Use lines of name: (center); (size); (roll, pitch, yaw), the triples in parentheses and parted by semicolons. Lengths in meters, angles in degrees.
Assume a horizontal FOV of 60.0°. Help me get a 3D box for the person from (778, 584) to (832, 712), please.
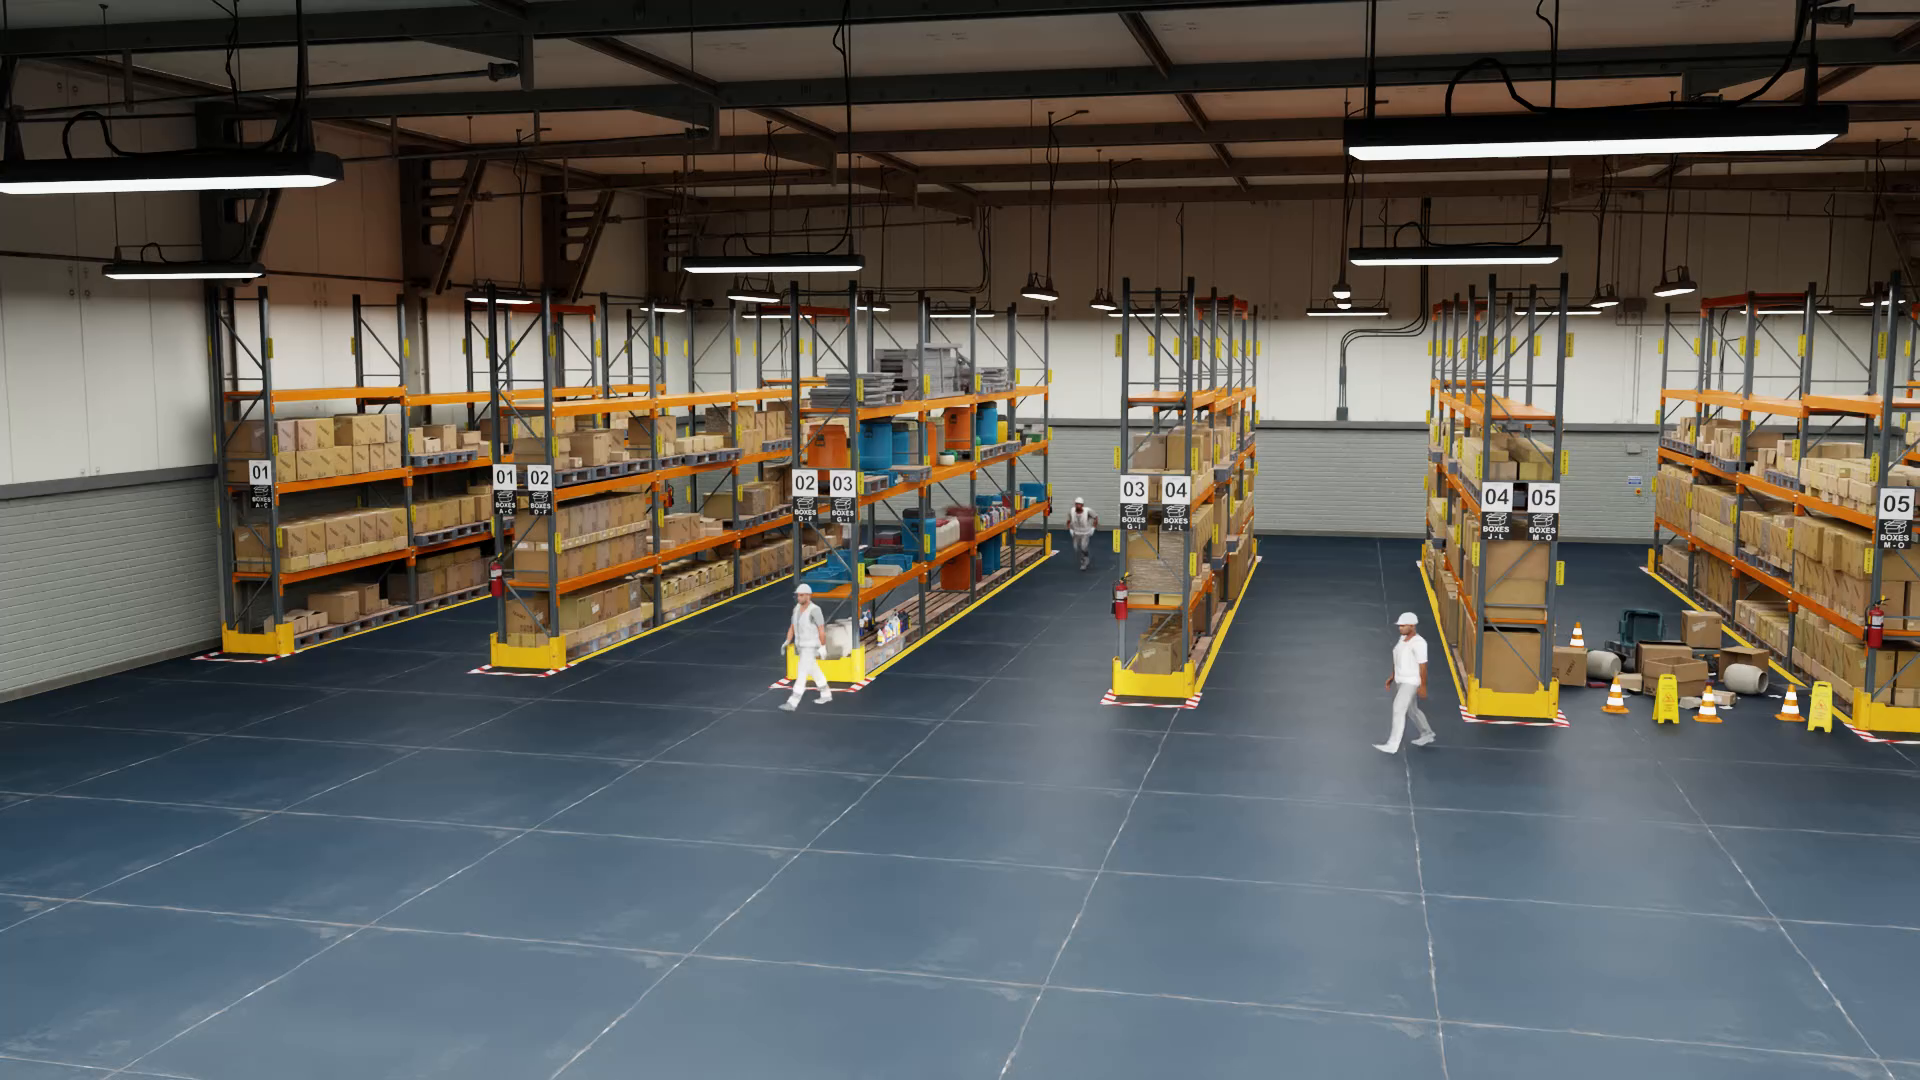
person: (-2.189, 1.470, 23.059); (1.064, 1.723, 0.549); (-5, 8, -38)

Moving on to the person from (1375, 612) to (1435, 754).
person: (5.566, 1.770, 20.755); (0.901, 1.748, 0.570); (-1, 7, -7)

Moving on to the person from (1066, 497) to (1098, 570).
person: (2.758, -0.144, 37.614); (0.715, 1.676, 0.684); (2, 7, 21)

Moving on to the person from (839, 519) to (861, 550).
person: (-2.433, -0.055, 36.861); (0.444, 1.611, 1.039); (1, 7, 12)
